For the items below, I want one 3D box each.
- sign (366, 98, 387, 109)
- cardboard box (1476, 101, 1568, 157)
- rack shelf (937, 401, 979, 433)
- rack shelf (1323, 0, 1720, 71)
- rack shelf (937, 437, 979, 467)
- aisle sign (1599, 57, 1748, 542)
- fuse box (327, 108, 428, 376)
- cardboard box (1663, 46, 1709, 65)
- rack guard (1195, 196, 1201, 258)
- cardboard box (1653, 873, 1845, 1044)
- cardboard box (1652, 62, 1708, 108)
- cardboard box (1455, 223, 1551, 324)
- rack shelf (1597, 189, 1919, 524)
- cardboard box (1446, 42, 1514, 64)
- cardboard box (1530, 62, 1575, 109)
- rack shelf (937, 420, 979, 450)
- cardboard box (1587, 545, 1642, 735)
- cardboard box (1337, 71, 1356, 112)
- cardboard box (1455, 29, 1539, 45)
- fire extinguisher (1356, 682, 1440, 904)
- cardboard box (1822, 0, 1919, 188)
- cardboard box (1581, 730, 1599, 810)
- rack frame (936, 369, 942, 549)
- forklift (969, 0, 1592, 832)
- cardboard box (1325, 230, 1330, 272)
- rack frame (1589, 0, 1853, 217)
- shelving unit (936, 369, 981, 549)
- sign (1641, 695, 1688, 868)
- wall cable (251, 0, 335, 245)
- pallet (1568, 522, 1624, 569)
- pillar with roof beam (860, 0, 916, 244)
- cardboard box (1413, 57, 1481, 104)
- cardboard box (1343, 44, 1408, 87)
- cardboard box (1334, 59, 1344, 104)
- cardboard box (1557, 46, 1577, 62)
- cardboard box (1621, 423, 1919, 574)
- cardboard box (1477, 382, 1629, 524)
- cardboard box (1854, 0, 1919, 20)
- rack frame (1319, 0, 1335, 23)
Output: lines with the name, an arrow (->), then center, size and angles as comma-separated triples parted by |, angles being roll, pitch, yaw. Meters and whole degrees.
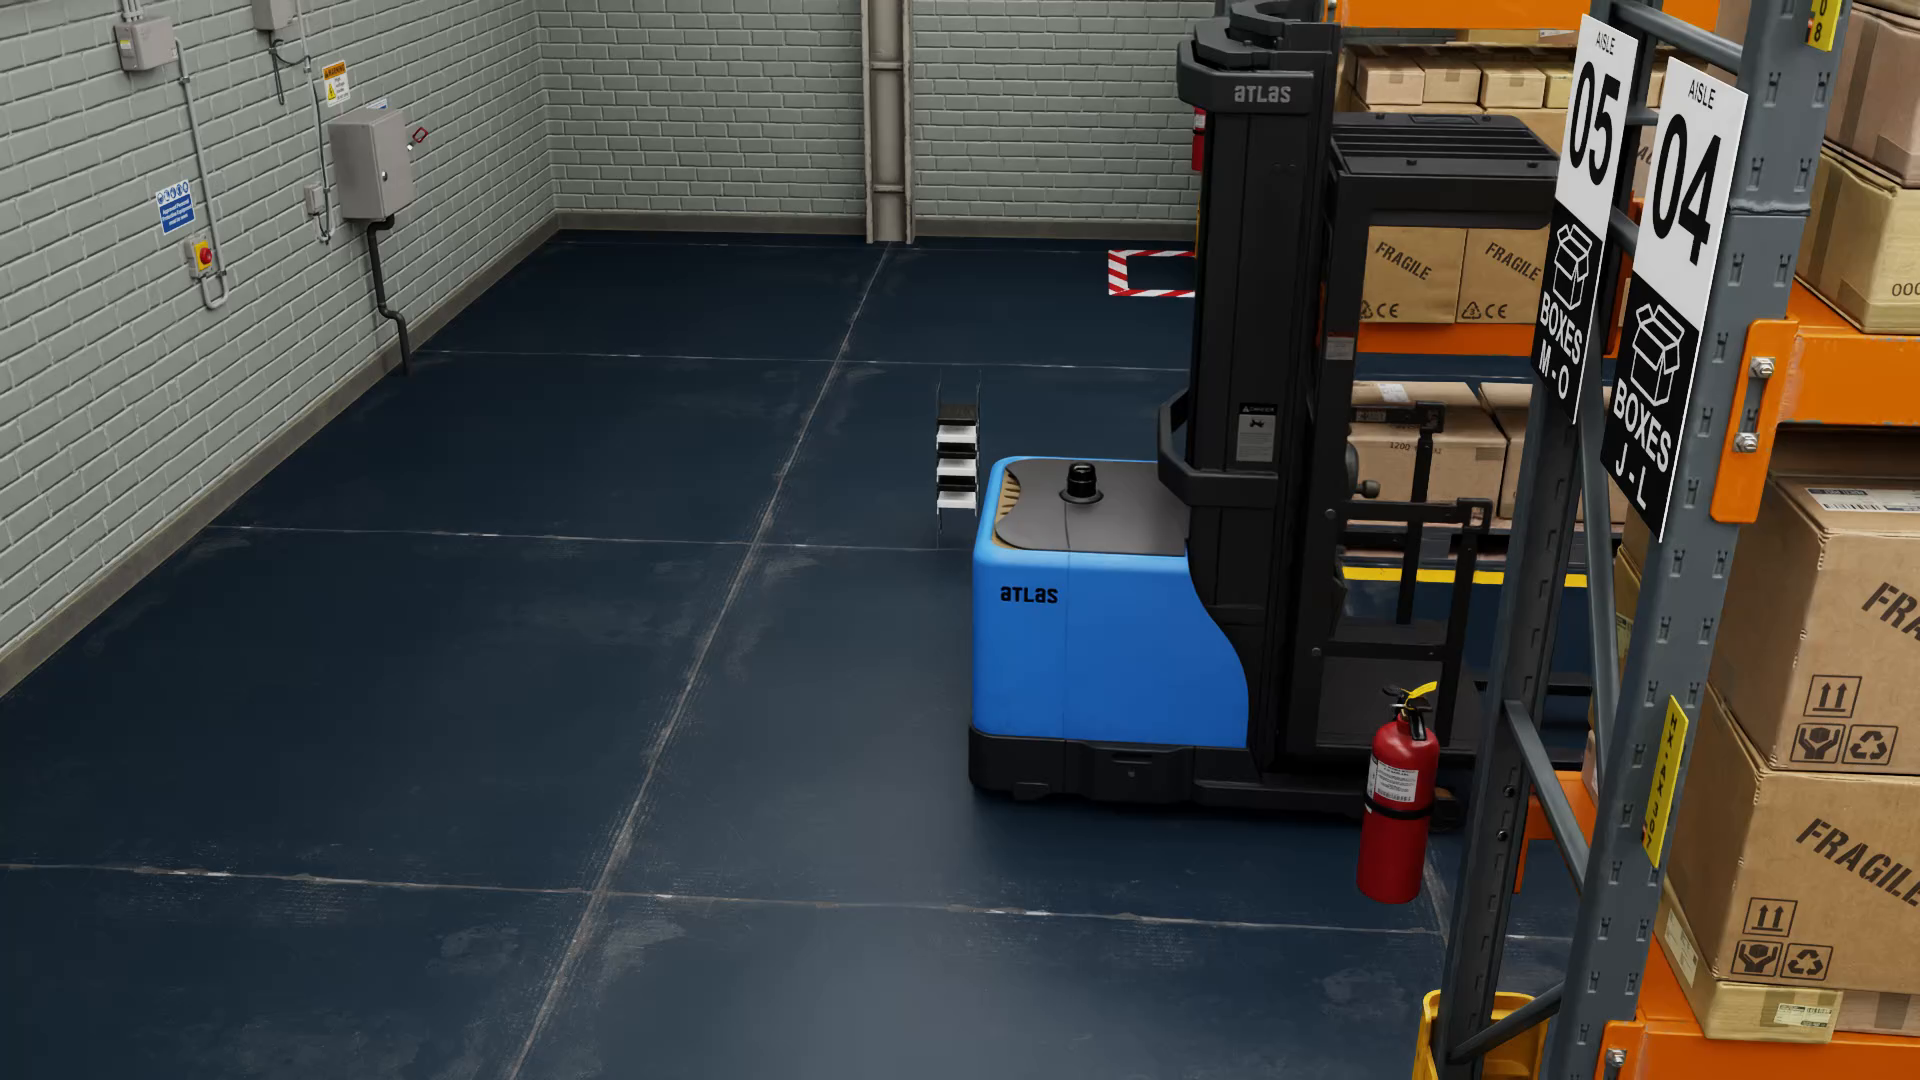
sign -> -3.841, -2.654, 11.044 | 0.001, 0.494, 0.329 | 2, 25, 4
cardboard box -> 2.618, -1.796, 7.748 | 0.500, 0.500, 0.500 | 1, 25, 3
rack shelf -> -0.008, -0.624, 8.464 | 0.200, 0.077, 0.258 | 2, 25, 4
rack shelf -> 3.640, -2.415, 7.683 | 4.000, 0.370, 1.077 | 2, 25, 4
rack shelf -> -0.008, -0.461, 8.539 | 0.200, 0.077, 0.258 | 2, 25, 4
aisle sign -> 1.272, -0.436, 2.998 | 0.004, 0.787, 0.394 | 2, 25, 4
fuse box -> -3.672, -1.900, 10.832 | 0.414, 1.711, 0.539 | 2, 25, 4
cardboard box -> 3.556, -2.276, 8.015 | 0.250, 0.149, 0.380 | 3, 25, 6
rack guard -> 2.098, -2.374, 13.312 | 0.348, 0.500, 1.175 | 2, 25, 4
cardboard box -> 1.665, 0.884, 3.541 | 0.250, 0.149, 0.380 | 2, 25, 4
cardboard box -> 3.271, -2.063, 7.554 | 0.250, 0.149, 0.380 | 2, 25, 4
cardboard box -> 2.609, -1.349, 7.974 | 0.500, 0.500, 0.500 | 1, 25, 3
rack shelf -> 3.362, -0.349, 3.192 | 4.000, 0.370, 1.077 | 2, 25, 4
cardboard box -> 2.538, -2.339, 8.152 | 0.250, 0.149, 0.380 | 2, 25, 3
cardboard box -> 2.759, -2.075, 7.580 | 0.250, 0.149, 0.380 | 1, 25, 2
rack shelf -> -0.008, -0.542, 8.501 | 0.200, 0.077, 0.258 | 2, 25, 4
cardboard box -> 1.835, 0.349, 3.927 | 0.500, 0.500, 0.500 | 2, 25, 5
cardboard box -> 2.145, -2.027, 8.251 | 0.500, 0.500, 0.500 | 3, 25, 6
cardboard box -> 3.949, -3.745, 12.228 | 0.500, 0.500, 0.500 | 2, 25, 5
fire extinguisher -> 1.152, 0.627, 4.338 | 0.183, 0.674, 0.296 | 2, 25, 4
cardboard box -> 1.795, -0.776, 2.841 | 0.500, 0.250, 0.500 | 2, 25, 5
cardboard box -> 1.714, 0.630, 4.094 | 0.250, 0.149, 0.380 | 2, 25, 4
rack frame -> -0.109, -0.412, 8.570 | 0.006, 0.900, 0.240 | 2, 25, 4
forklift -> 1.583, -0.454, 6.231 | 3.031, 2.935, 1.130 | 2, 25, 5
cardboard box -> 2.147, -1.584, 8.484 | 0.500, 0.500, 0.500 | 2, 25, 4
rack frame -> 1.367, -2.103, 2.554 | 0.127, 3.000, 1.000 | 2, 25, 4
shelving unit -> -0.008, -0.409, 8.562 | 0.210, 0.900, 0.258 | 2, 25, 4
sign -> 1.326, 0.456, 3.136 | 0.005, 0.325, 0.100 | 2, 25, 4
wall cable -> -3.881, -2.667, 9.743 | 0.122, 1.984, 0.588 | 2, 25, 4
pallet -> 3.662, -0.144, 8.810 | 1.213, 0.211, 1.003 | 2, 25, 4
pillar with roof beam -> -0.927, -4.905, 8.646 | 0.400, 9.000, 9.100 | 2, 25, 4
cardboard box -> 2.245, -2.132, 7.704 | 0.250, 0.149, 0.380 | 2, 25, 5
cardboard box -> 2.019, -2.310, 8.090 | 0.250, 0.149, 0.380 | 2, 25, 5
cardboard box -> 2.956, -3.437, 12.454 | 0.500, 0.250, 0.500 | 2, 25, 5
cardboard box -> 3.041, -2.275, 8.015 | 0.250, 0.149, 0.380 | 2, 25, 4
cardboard box -> 1.843, -0.101, 3.710 | 0.500, 0.500, 0.500 | 1, 25, 3
cardboard box -> 3.225, -0.465, 8.735 | 0.875, 0.438, 0.875 | 2, 25, 5
cardboard box -> 1.673, -0.975, 2.796 | 0.250, 0.149, 0.380 | 2, 25, 4
rack frame -> 1.646, -1.444, 8.299 | 0.127, 3.000, 1.000 | 2, 25, 4
